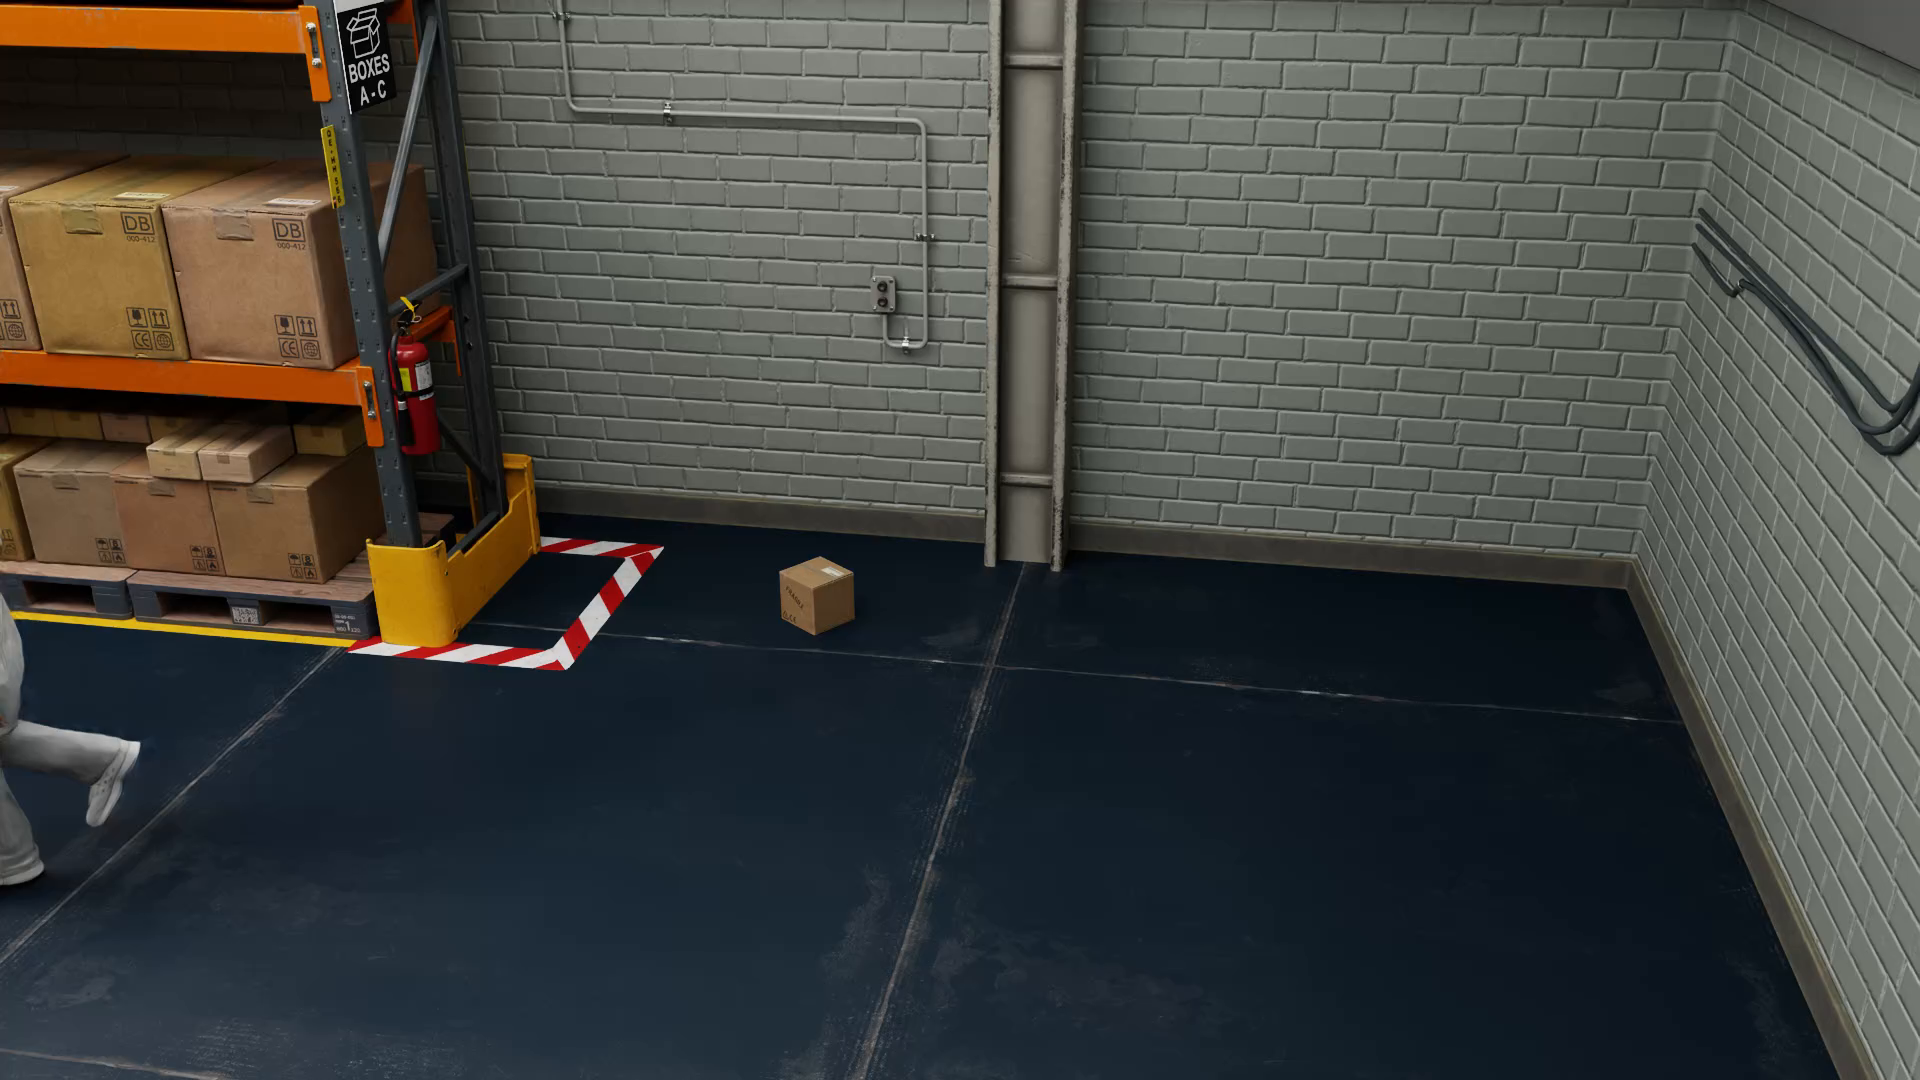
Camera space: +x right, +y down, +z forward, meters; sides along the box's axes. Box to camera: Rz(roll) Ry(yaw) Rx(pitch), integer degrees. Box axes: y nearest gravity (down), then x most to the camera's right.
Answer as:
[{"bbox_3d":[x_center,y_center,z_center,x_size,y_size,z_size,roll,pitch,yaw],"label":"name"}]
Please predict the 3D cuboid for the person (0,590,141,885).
[{"bbox_3d":[-3.378,0.375,5.726,0.711,1.718,0.577,-13,28,-27],"label":"person"}]
